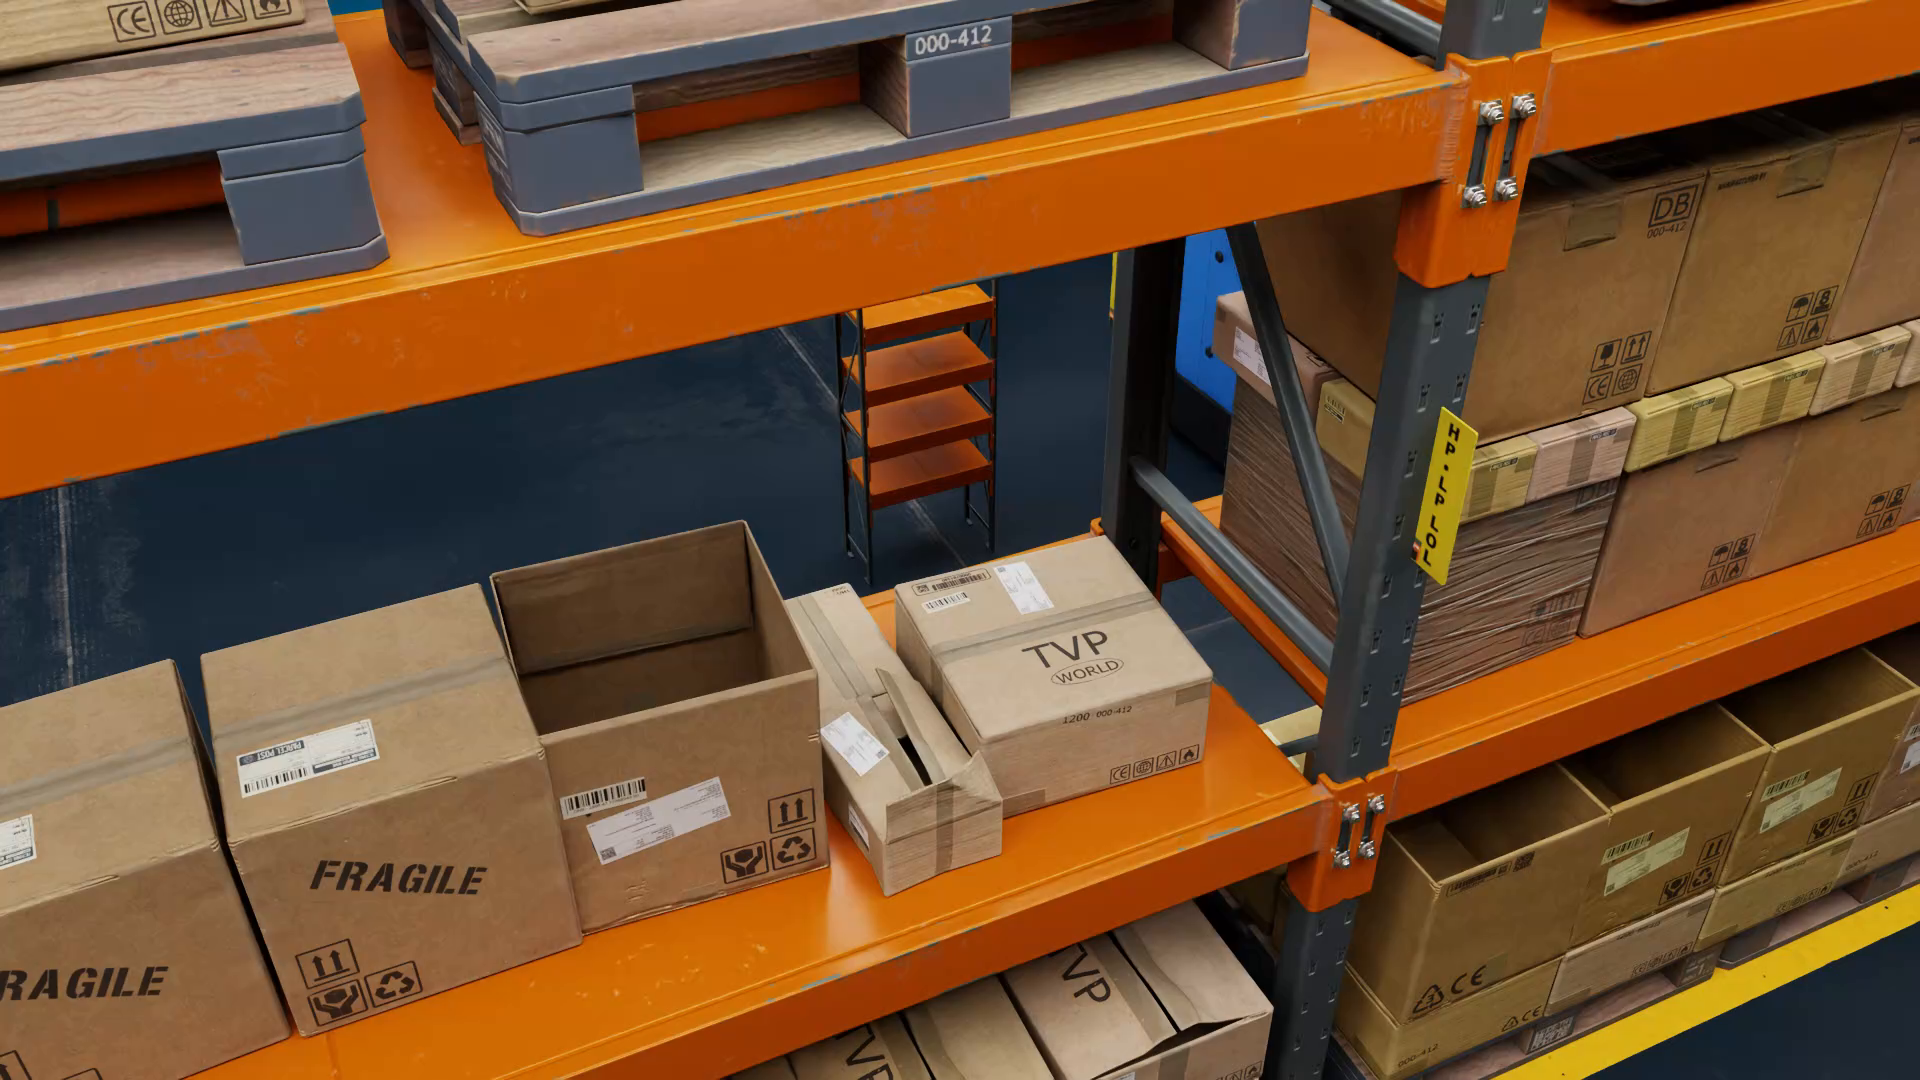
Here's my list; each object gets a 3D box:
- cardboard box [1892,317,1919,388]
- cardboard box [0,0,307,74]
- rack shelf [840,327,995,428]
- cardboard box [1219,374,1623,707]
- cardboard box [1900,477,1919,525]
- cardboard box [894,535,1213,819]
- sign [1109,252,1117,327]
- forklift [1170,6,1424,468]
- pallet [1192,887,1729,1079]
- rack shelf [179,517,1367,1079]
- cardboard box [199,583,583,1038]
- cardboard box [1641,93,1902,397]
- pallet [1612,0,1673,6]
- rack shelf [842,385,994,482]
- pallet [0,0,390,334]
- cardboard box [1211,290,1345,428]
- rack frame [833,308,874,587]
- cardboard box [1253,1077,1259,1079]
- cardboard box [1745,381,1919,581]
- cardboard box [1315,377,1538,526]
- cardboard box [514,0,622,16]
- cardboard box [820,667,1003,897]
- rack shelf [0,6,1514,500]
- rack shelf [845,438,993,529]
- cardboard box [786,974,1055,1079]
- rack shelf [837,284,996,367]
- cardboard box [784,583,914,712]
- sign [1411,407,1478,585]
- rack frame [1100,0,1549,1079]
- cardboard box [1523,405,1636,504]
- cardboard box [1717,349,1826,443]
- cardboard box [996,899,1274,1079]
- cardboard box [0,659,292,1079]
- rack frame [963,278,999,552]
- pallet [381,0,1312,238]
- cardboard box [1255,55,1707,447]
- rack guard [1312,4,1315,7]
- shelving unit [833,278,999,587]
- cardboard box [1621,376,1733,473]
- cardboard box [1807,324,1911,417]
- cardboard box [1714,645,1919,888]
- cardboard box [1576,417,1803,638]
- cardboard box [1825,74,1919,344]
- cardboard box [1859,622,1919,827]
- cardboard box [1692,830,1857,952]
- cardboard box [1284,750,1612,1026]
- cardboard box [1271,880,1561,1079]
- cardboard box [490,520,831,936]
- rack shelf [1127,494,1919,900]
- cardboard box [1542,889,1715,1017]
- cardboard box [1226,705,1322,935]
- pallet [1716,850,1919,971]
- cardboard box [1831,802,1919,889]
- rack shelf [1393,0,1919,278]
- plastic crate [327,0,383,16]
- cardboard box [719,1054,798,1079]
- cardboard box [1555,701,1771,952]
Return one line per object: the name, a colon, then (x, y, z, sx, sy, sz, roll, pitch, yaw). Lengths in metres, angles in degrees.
cardboard box: (2.100, -0.524, 3.811, 0.250, 0.149, 0.380, -17, 40, -21)
cardboard box: (-1.148, -0.794, 2.058, 0.500, 0.250, 0.500, -19, 41, -24)
rack shelf: (-0.150, -0.566, 5.743, 0.480, 0.148, 0.258, -16, 39, -20)
cardboard box: (1.008, -0.088, 3.766, 0.500, 0.500, 0.700, -17, 40, -21)
cardboard box: (2.402, -0.480, 4.295, 0.500, 0.500, 0.700, -14, 39, -19)
cardboard box: (0.182, 0.277, 3.485, 0.500, 0.250, 0.500, -13, 39, -17)
sign: (0.372, -0.610, 3.762, 0.005, 0.325, 0.100, -16, 39, -20)
forklift: (2.239, -1.969, 6.444, 3.031, 2.935, 1.130, -19, 40, -23)
pallet: (1.347, 1.010, 4.712, 1.213, 0.211, 1.003, -16, 39, -20)
rack shelf: (-1.201, 0.863, 3.172, 4.000, 0.370, 1.077, -16, 39, -20)
cardboard box: (-1.023, 0.474, 3.009, 0.500, 0.500, 0.500, -16, 39, -20)
cardboard box: (1.465, -0.737, 3.553, 0.500, 0.500, 0.700, -16, 39, -20)
pallet: (1.370, -1.331, 3.083, 1.213, 0.211, 1.003, -16, 39, -20)
rack shelf: (-0.150, -0.386, 5.876, 0.480, 0.148, 0.258, -16, 39, -20)
pallet: (-1.424, -0.553, 2.118, 1.213, 0.211, 1.003, -14, 39, -18)
cardboard box: (0.764, -0.417, 3.666, 0.250, 0.149, 0.380, -16, 39, -20)
rack frame: (-0.371, -0.378, 5.753, 0.015, 1.200, 0.240, -16, 39, -20)
cardboard box: (0.357, 1.265, 3.982, 0.500, 0.250, 0.500, -16, 39, -20)
cardboard box: (1.939, -0.349, 4.119, 0.500, 0.500, 0.700, -15, 39, -19)
cardboard box: (0.935, -0.196, 3.368, 0.250, 0.149, 0.380, -16, 39, -20)
cardboard box: (-0.449, -0.954, 2.273, 0.500, 0.250, 0.500, -20, 41, -24)
cardboard box: (-0.109, 0.444, 3.246, 0.258, 0.266, 0.396, -17, 40, -21)
rack shelf: (-1.201, -0.341, 2.278, 4.000, 0.370, 1.077, -16, 39, -20)
rack shelf: (-0.150, -0.226, 5.994, 0.480, 0.148, 0.258, -16, 39, -20)
cardboard box: (-0.104, 1.171, 3.638, 0.500, 0.311, 0.500, -15, 39, -19)
rack shelf: (-0.150, -0.756, 5.602, 0.480, 0.148, 0.258, -16, 39, -20)
cardboard box: (-0.280, 0.283, 3.561, 0.250, 0.149, 0.380, -16, 39, -20)
sign: (0.849, -0.075, 2.927, 0.005, 0.325, 0.100, -16, 39, -20)
rack frame: (0.609, 0.068, 3.640, 0.127, 3.000, 1.000, -16, 39, -20)
cardboard box: (1.162, -0.260, 3.454, 0.250, 0.149, 0.380, -15, 39, -19)
cardboard box: (1.632, -0.393, 3.633, 0.250, 0.149, 0.380, -16, 39, -20)
cardboard box: (0.364, 1.036, 3.820, 0.500, 0.311, 0.500, -16, 39, -20)
cardboard box: (-1.500, 0.607, 2.830, 0.500, 0.500, 0.500, -18, 40, -22)
rack frame: (0.071, -0.502, 5.919, 0.015, 1.200, 0.240, -16, 39, -20)
pallet: (-0.184, -0.829, 2.493, 1.217, 0.209, 0.805, -17, 40, -22)
cardboard box: (1.008, -0.609, 3.380, 0.500, 0.500, 0.700, -15, 39, -20)
rack guard: (2.080, -2.568, 9.292, 0.348, 0.500, 1.175, -16, 39, -20)
shelving unit: (-0.150, -0.440, 5.836, 0.503, 1.200, 0.258, -16, 39, -20)
cardboard box: (1.395, -0.326, 3.543, 0.250, 0.149, 0.380, -17, 40, -21)
cardboard box: (1.859, -0.455, 3.717, 0.250, 0.149, 0.380, -17, 40, -21)
cardboard box: (2.067, 0.501, 4.383, 0.500, 0.500, 0.500, -16, 39, -20)
cardboard box: (1.483, -0.225, 3.951, 0.500, 0.500, 0.700, -16, 39, -20)
cardboard box: (1.919, -0.864, 3.724, 0.500, 0.500, 0.700, -16, 39, -20)
cardboard box: (2.519, 0.373, 4.555, 0.500, 0.500, 0.500, -16, 39, -20)
cardboard box: (2.067, 0.803, 4.606, 0.500, 0.250, 0.500, -16, 39, -20)
cardboard box: (1.162, 0.754, 4.041, 0.500, 0.500, 0.500, -16, 39, -20)
cardboard box: (1.158, 1.050, 4.272, 0.500, 0.250, 0.500, -16, 39, -20)
cardboard box: (-0.570, 0.347, 3.180, 0.500, 0.500, 0.500, -13, 38, -17)
rack shelf: (2.420, -0.149, 4.537, 4.000, 0.370, 1.077, -16, 39, -20)
cardboard box: (1.613, 0.926, 4.439, 0.500, 0.250, 0.500, -16, 39, -20)
cardboard box: (0.936, 0.769, 4.651, 0.500, 0.250, 0.500, -16, 39, -20)
pallet: (2.453, 0.698, 5.131, 1.213, 0.211, 1.003, -16, 39, -20)
cardboard box: (2.518, 0.673, 4.781, 0.500, 0.250, 0.500, -16, 39, -20)
rack shelf: (2.420, -1.354, 3.643, 4.000, 0.370, 1.077, -16, 39, -20)
plastic crate: (-2.358, -2.150, 6.645, 0.575, 0.384, 0.392, -16, 39, -20)
cardboard box: (-0.557, 1.296, 3.470, 0.500, 0.311, 0.500, -16, 39, -20)
cardboard box: (1.611, 0.623, 4.218, 0.500, 0.500, 0.500, -16, 39, -20)
